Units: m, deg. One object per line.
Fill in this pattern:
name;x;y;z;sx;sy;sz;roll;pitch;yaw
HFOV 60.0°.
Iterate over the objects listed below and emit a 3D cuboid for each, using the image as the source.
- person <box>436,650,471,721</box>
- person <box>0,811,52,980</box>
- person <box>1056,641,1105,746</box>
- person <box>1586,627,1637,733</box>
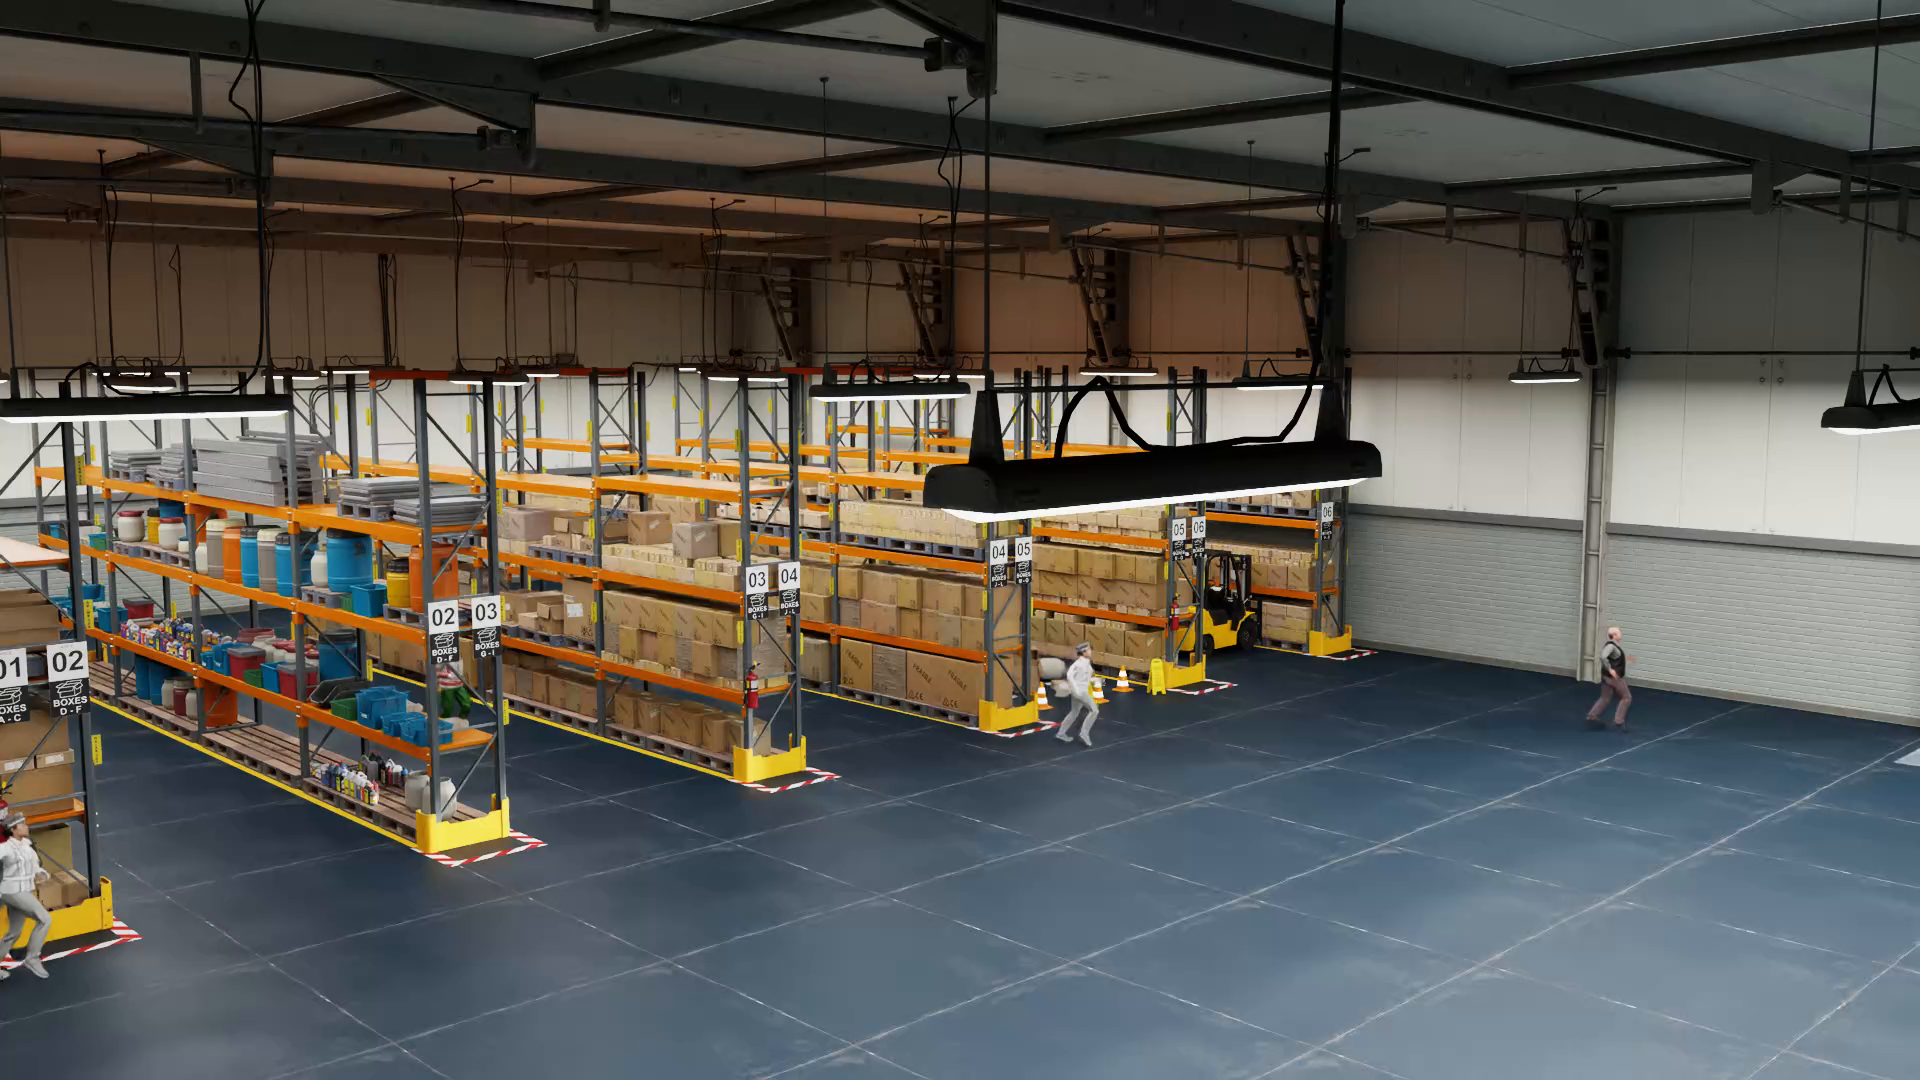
person;-8.224;2.420;26.938;0.749;1.825;0.635;5;8;39
person;-9.555;3.591;16.911;0.657;1.659;0.595;-1;7;-8
person;1.945;2.479;26.873;0.787;1.707;0.536;1;6;5
person;10.928;2.347;27.857;0.777;1.782;0.638;1;7;9
